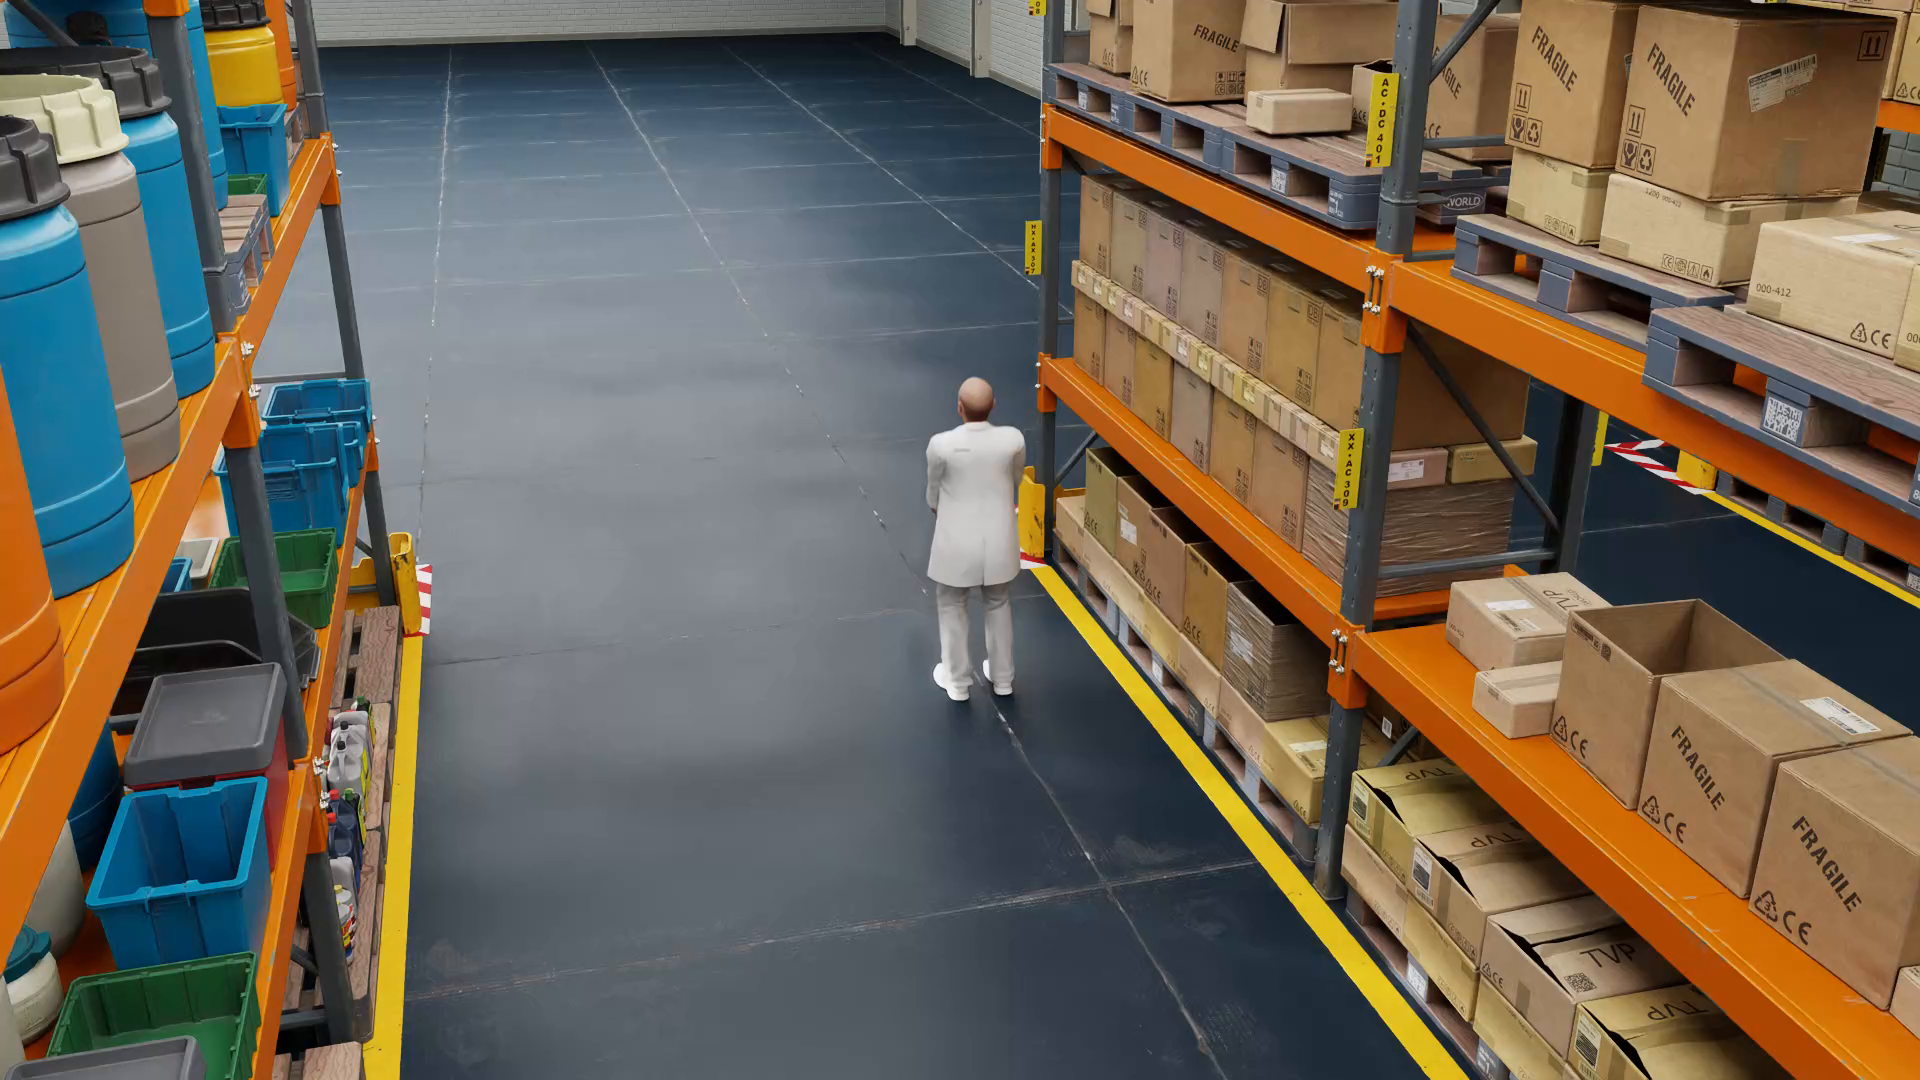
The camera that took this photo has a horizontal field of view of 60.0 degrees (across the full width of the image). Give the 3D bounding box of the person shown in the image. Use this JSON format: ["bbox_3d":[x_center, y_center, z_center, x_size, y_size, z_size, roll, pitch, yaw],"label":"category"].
[{"bbox_3d":[0.051,-0.052,8.747,0.530,1.770,0.563,-6,23,-13],"label":"person"}]
